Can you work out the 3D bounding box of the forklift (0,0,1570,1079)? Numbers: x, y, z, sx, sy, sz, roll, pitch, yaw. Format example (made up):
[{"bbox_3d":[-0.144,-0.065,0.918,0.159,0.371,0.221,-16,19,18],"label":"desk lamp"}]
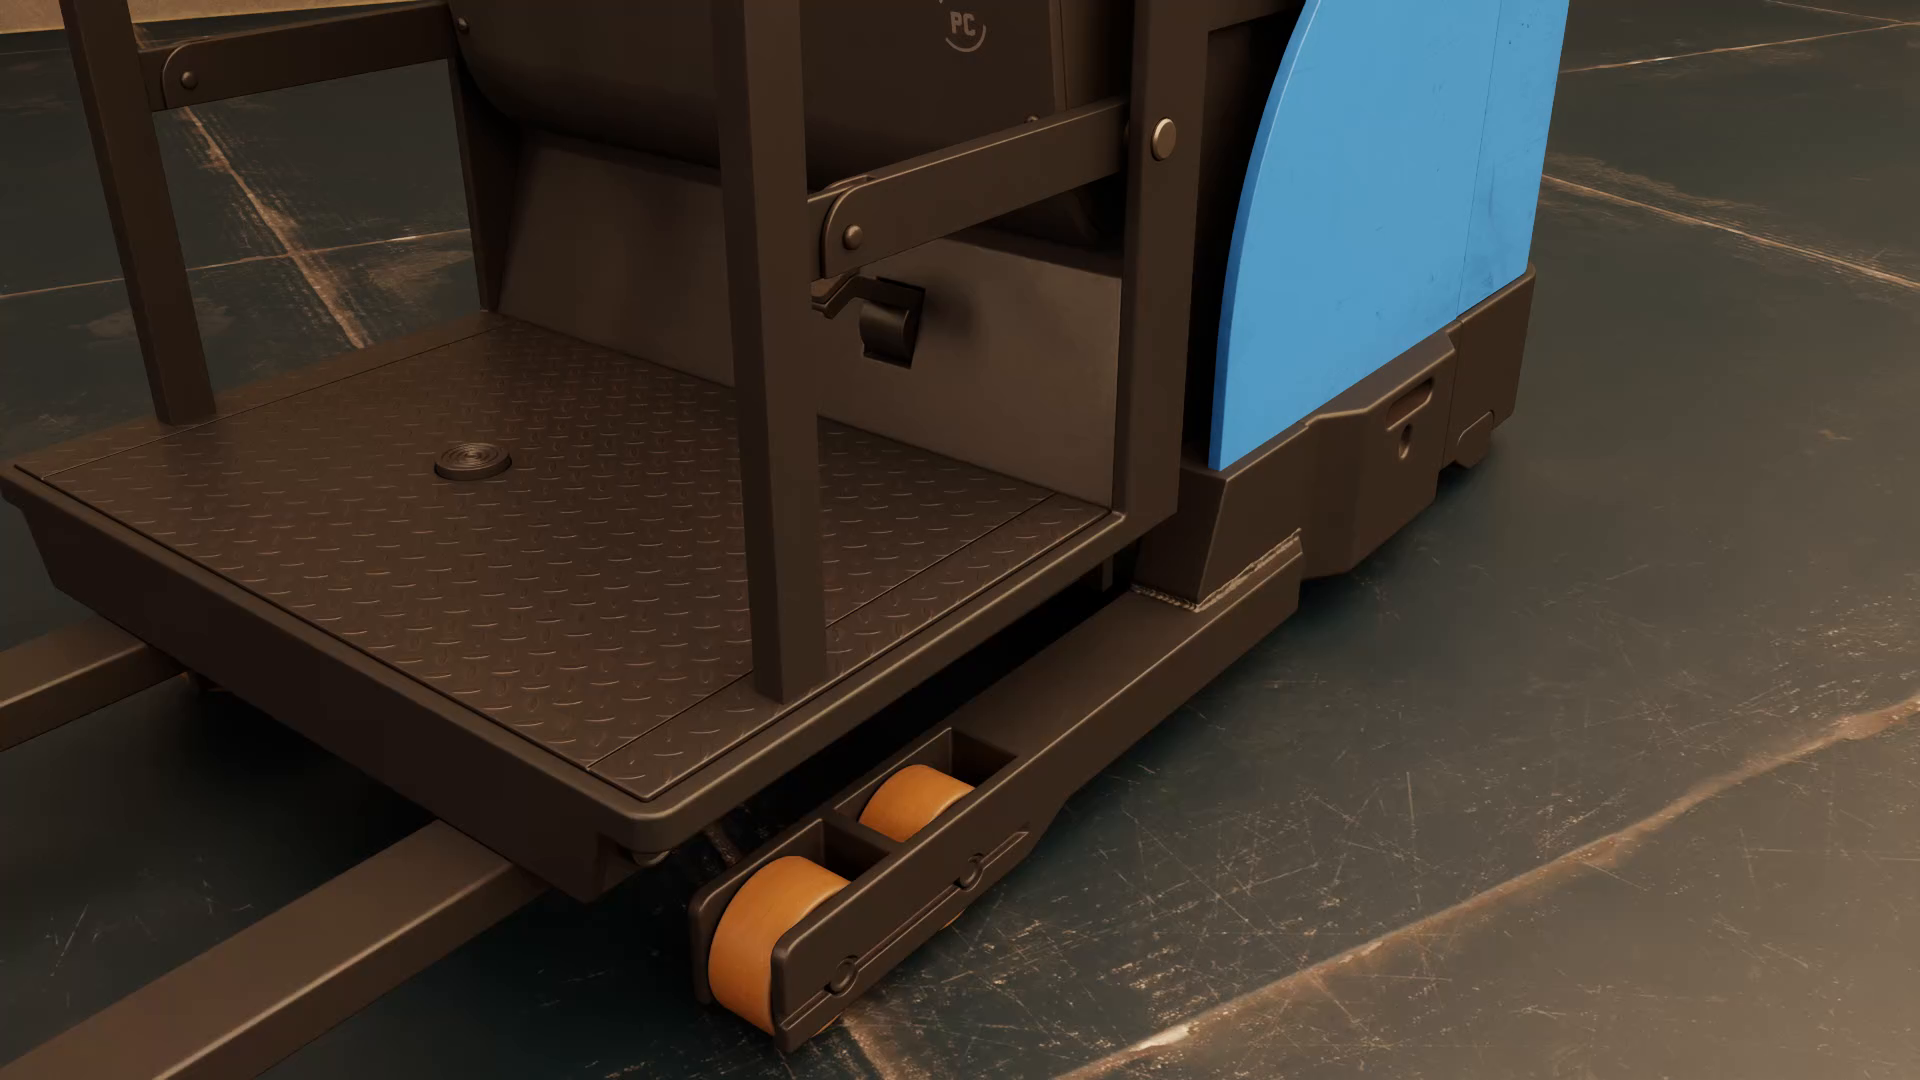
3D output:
[{"bbox_3d":[-0.375,-1.090,1.409,1.130,2.935,3.031,19,33,33],"label":"forklift"}]
